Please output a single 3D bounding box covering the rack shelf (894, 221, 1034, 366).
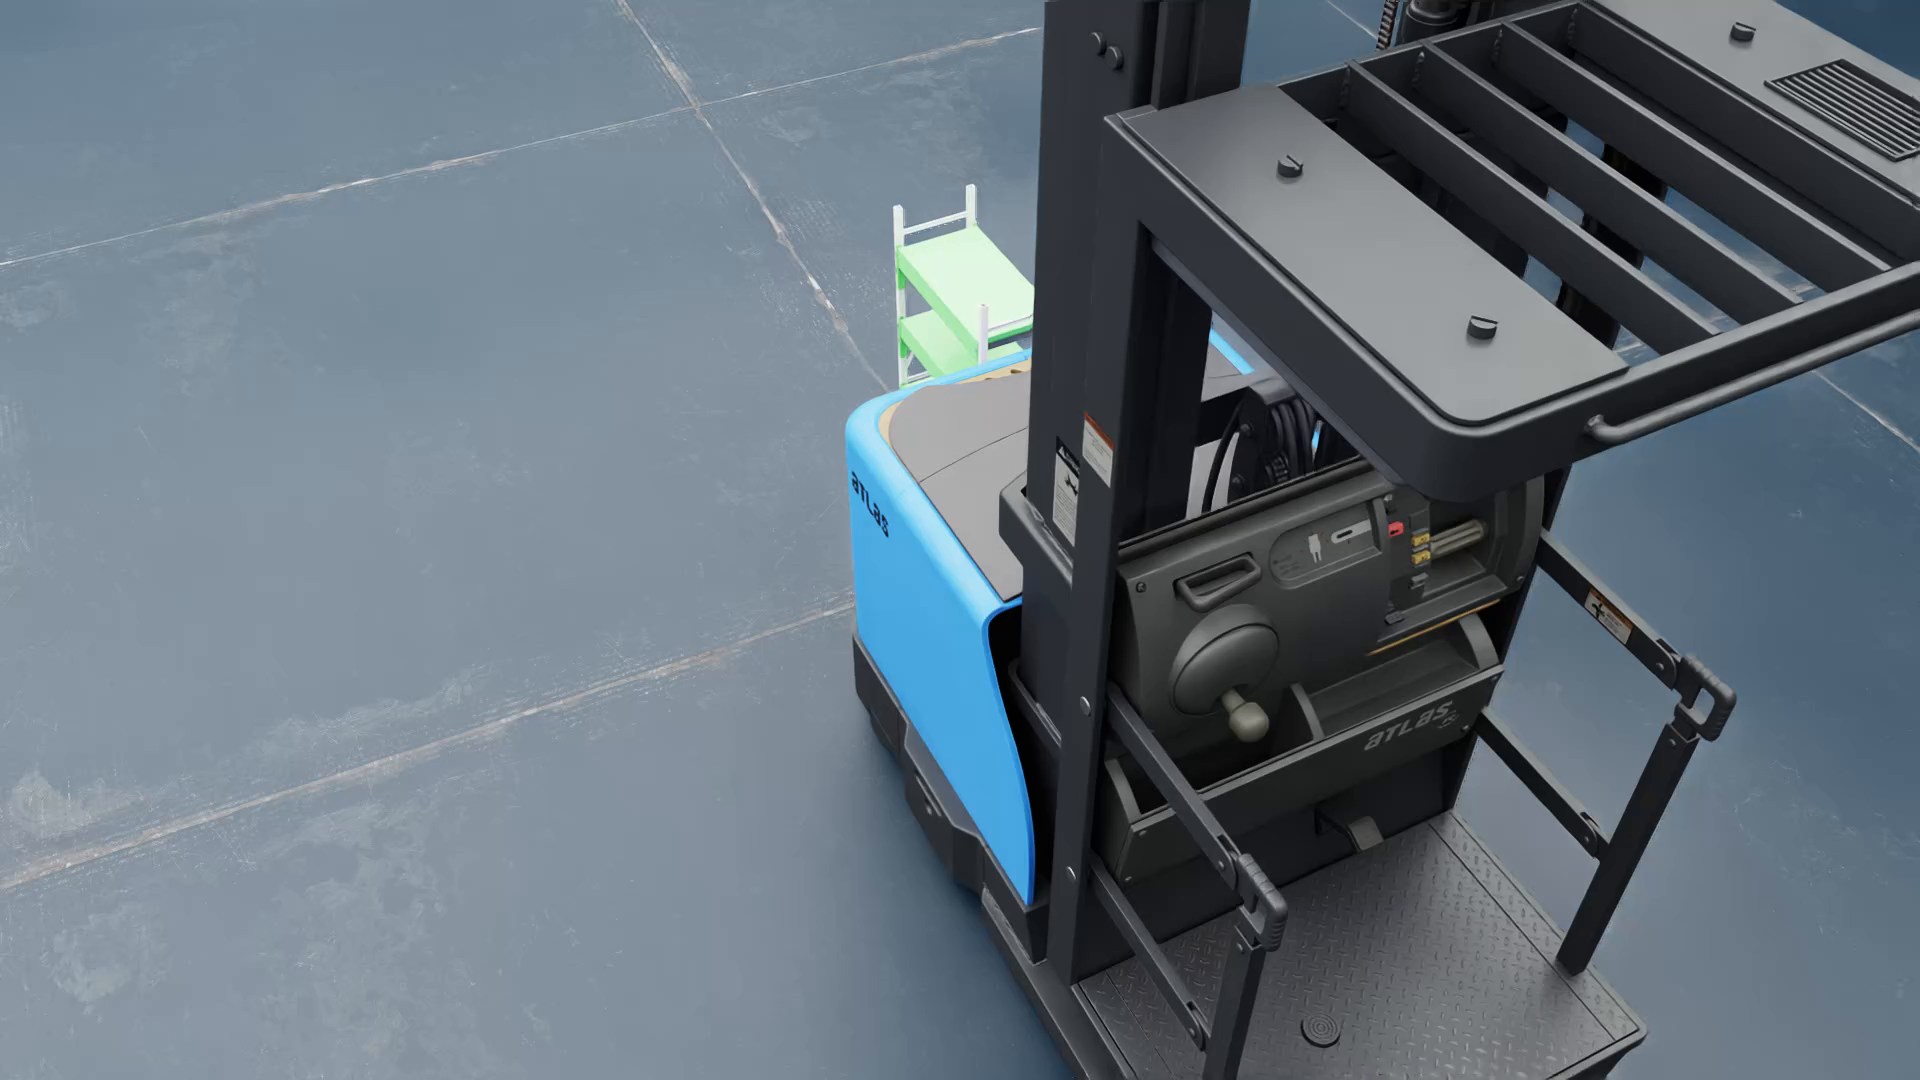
[{"bbox_3d":[0.044,-0.641,4.453,0.258,0.148,0.480,-20,48,-19],"label":"rack shelf"}]

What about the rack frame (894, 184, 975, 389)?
[{"bbox_3d":[-0.068,-0.497,4.900,0.240,1.200,0.015,-20,48,-19],"label":"rack frame"}]

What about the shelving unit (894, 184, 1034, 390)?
[{"bbox_3d":[0.044,-0.345,4.745,0.258,1.200,0.503,-20,48,-19],"label":"shelving unit"}]

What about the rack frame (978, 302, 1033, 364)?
[{"bbox_3d":[0.156,-0.193,4.591,0.240,1.200,0.015,-20,48,-19],"label":"rack frame"}]

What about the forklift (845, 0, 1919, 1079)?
[{"bbox_3d":[0.820,0.165,2.996,1.130,2.935,3.031,-20,48,-19],"label":"forklift"}]

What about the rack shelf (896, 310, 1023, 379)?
[{"bbox_3d":[0.044,-0.470,4.622,0.258,0.148,0.480,-20,48,-19],"label":"rack shelf"}]

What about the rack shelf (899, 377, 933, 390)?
[{"bbox_3d":[0.044,-0.299,4.790,0.258,0.148,0.480,-20,48,-19],"label":"rack shelf"}]
